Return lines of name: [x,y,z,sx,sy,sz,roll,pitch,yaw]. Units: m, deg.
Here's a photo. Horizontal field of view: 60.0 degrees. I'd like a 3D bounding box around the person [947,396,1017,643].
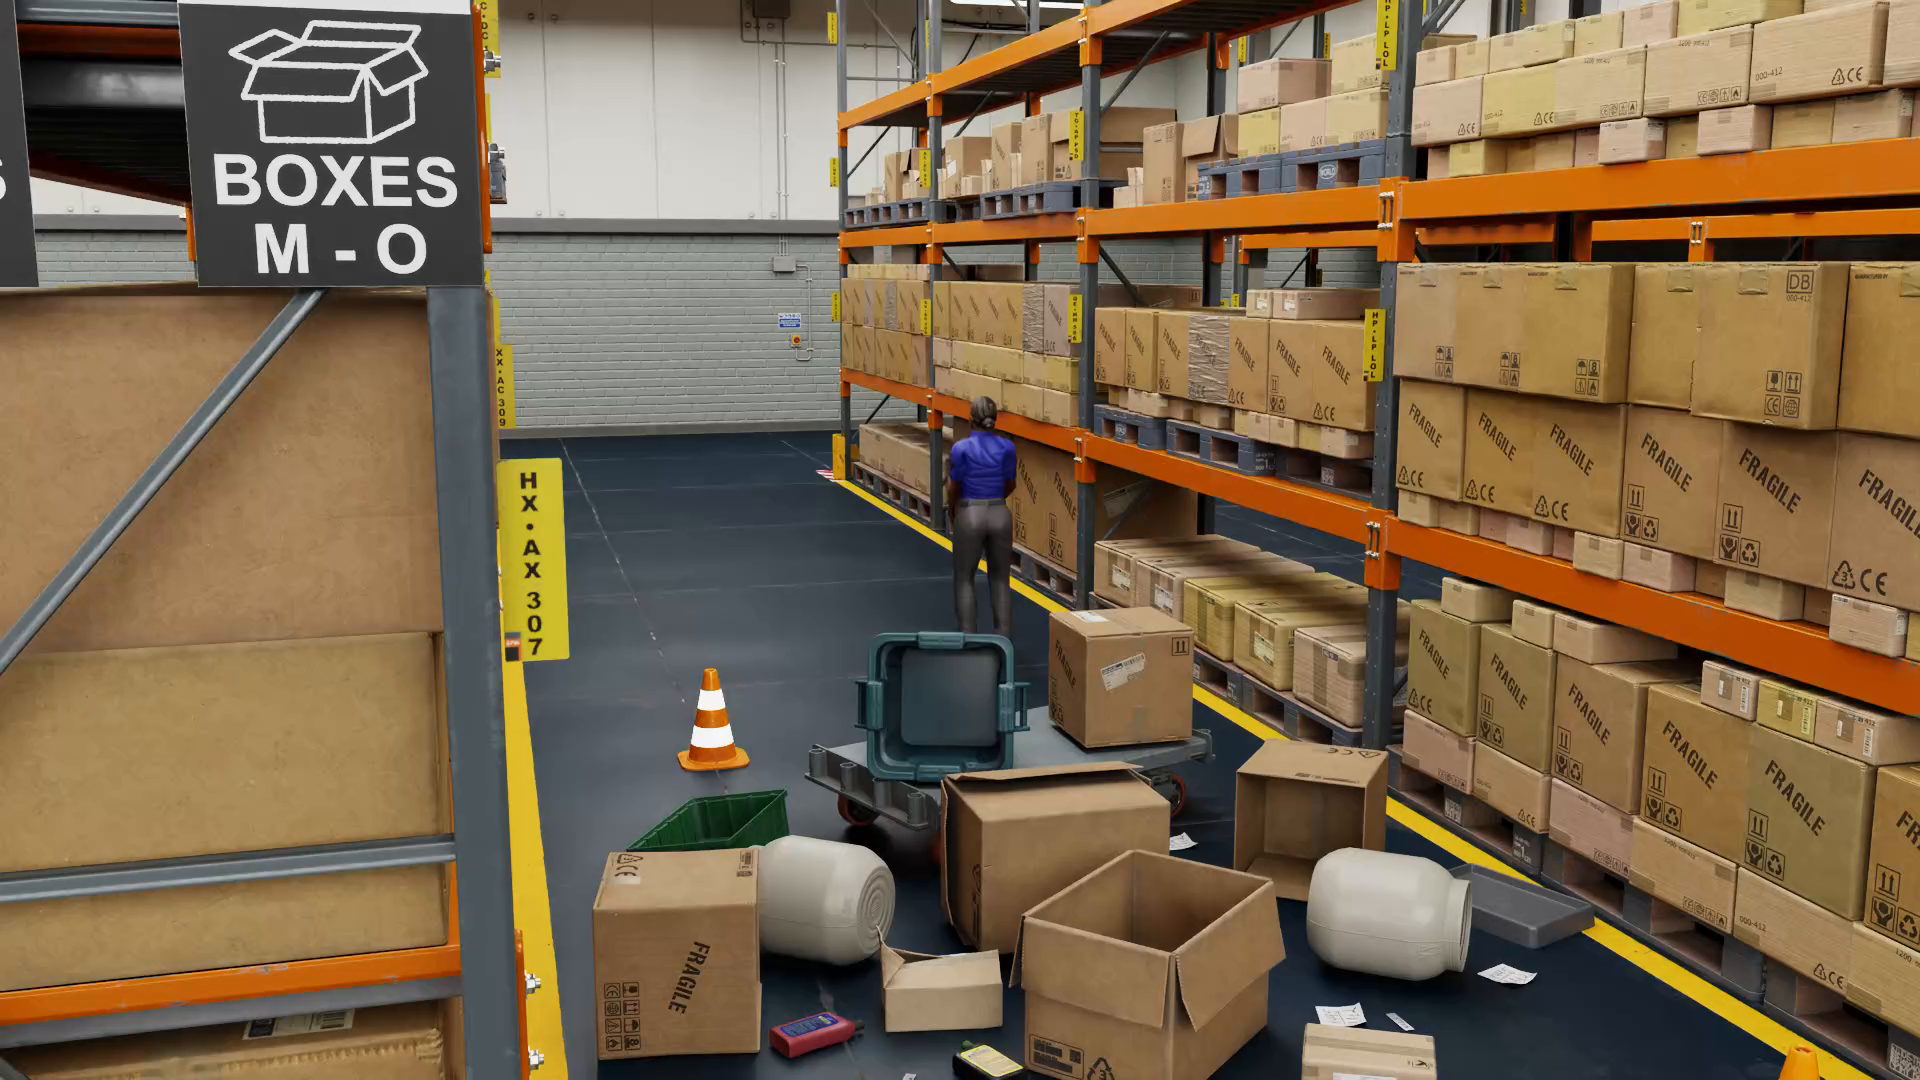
person: [0.125,-0.093,10.489,0.451,1.650,0.518,-3,10,-15]
